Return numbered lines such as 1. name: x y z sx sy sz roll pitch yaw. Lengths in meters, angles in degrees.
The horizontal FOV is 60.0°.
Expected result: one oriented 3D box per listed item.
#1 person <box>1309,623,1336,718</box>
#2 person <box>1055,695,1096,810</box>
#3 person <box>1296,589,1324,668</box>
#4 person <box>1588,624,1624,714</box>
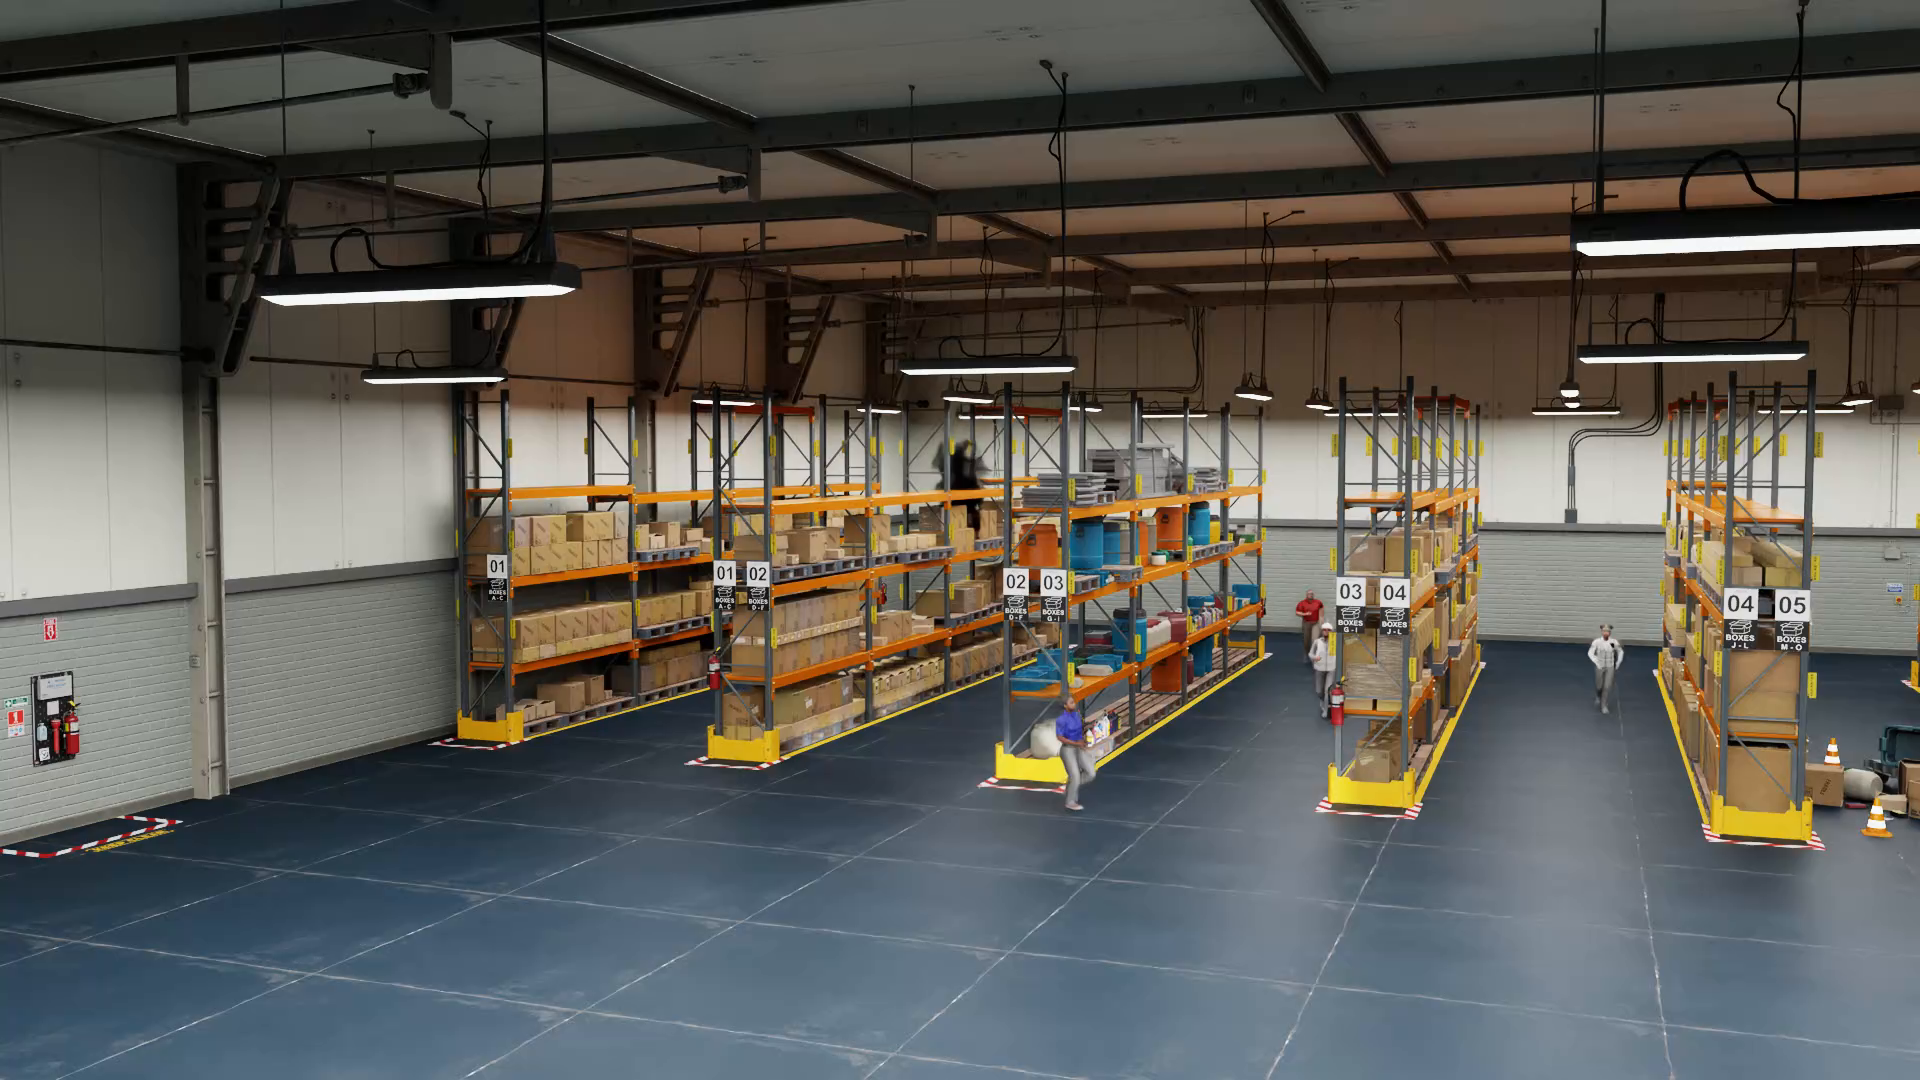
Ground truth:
1. person: 6.856 2.413 31.084 0.665 1.743 0.775 1 3 17
2. person: 1.580 2.943 23.033 0.595 1.595 0.532 -3 4 -42
3. person: 8.054 2.011 38.302 0.651 1.760 0.916 1 3 10
4. person: 12.313 2.430 31.700 0.645 1.686 0.667 1 3 19
